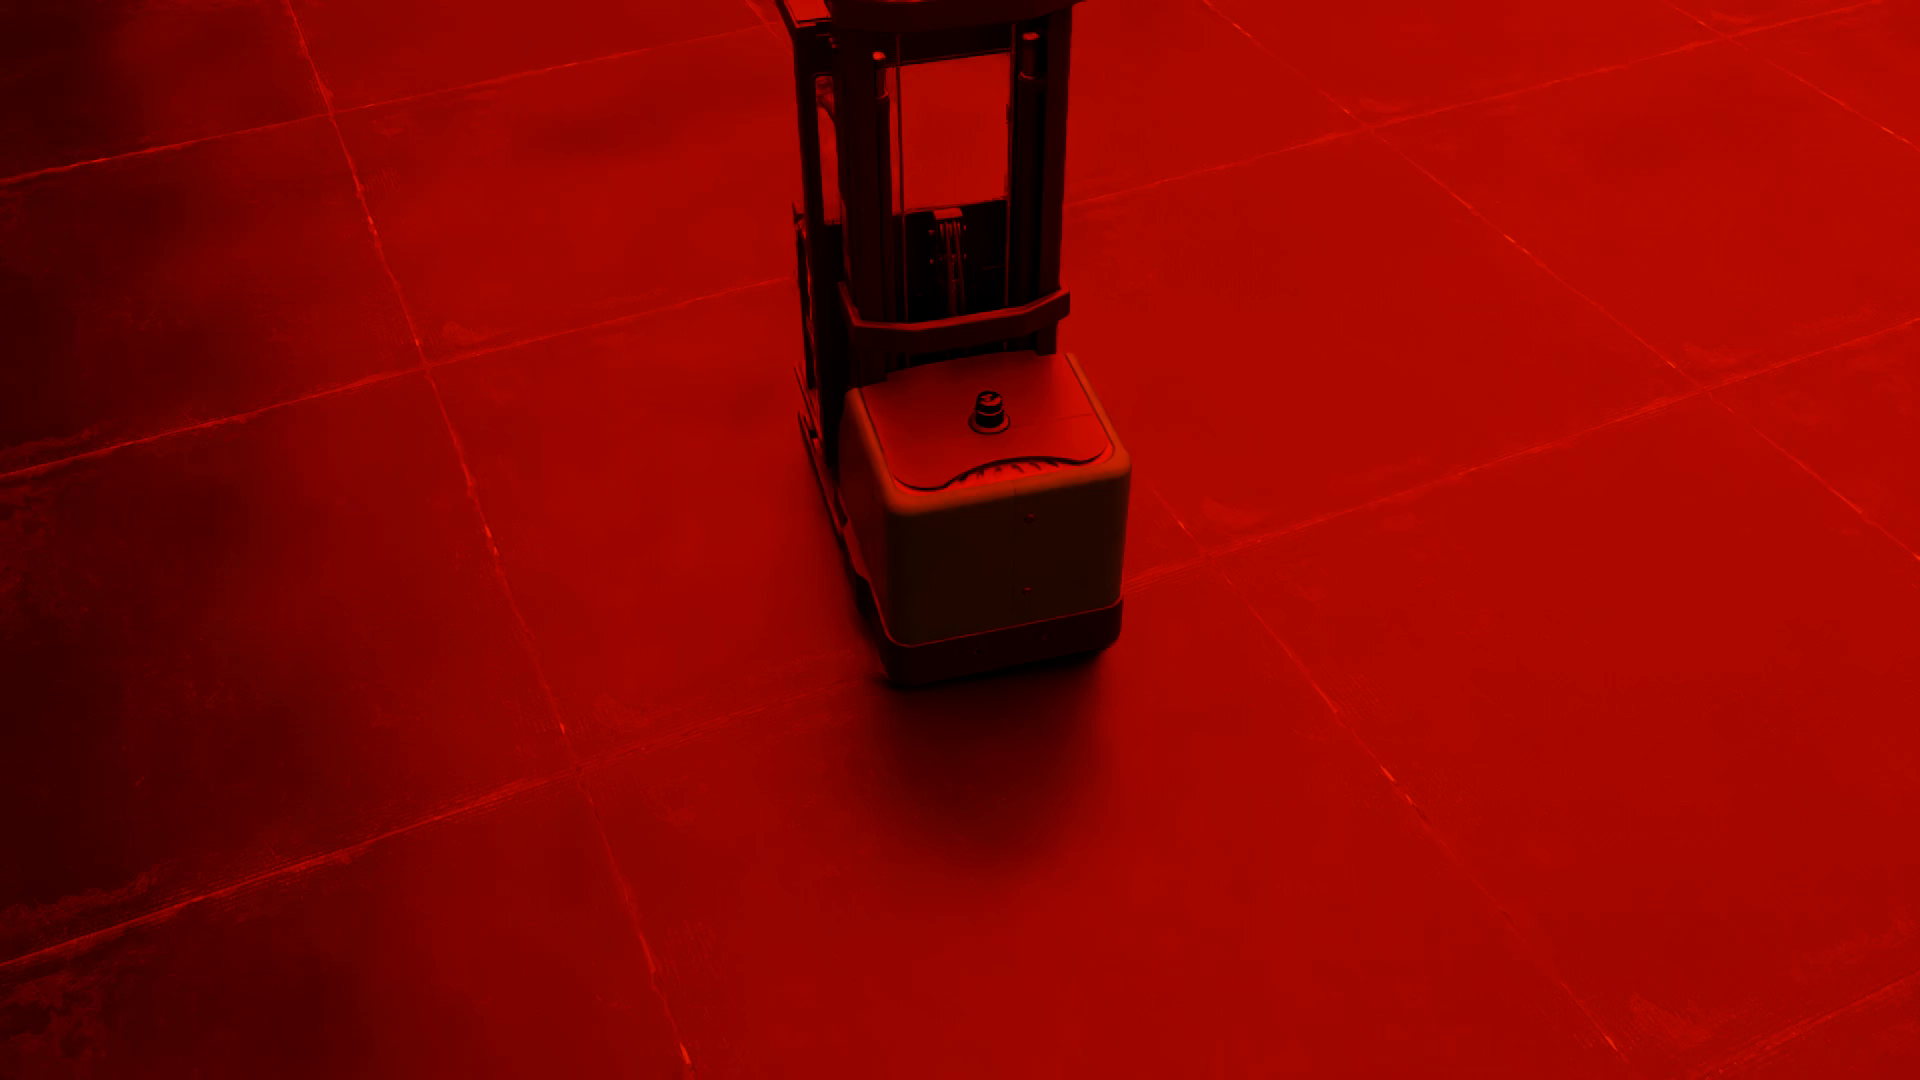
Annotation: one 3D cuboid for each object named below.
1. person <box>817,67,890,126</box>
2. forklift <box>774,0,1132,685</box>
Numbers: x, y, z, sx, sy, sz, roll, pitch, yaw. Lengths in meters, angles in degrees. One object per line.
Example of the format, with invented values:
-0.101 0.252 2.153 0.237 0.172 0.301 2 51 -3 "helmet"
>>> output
-0.556 -2.885 9.709 0.652 1.656 0.490 -21 47 -21 "person"
-0.178 -1.476 7.261 1.130 2.935 3.031 -11 44 -11 "forklift"
